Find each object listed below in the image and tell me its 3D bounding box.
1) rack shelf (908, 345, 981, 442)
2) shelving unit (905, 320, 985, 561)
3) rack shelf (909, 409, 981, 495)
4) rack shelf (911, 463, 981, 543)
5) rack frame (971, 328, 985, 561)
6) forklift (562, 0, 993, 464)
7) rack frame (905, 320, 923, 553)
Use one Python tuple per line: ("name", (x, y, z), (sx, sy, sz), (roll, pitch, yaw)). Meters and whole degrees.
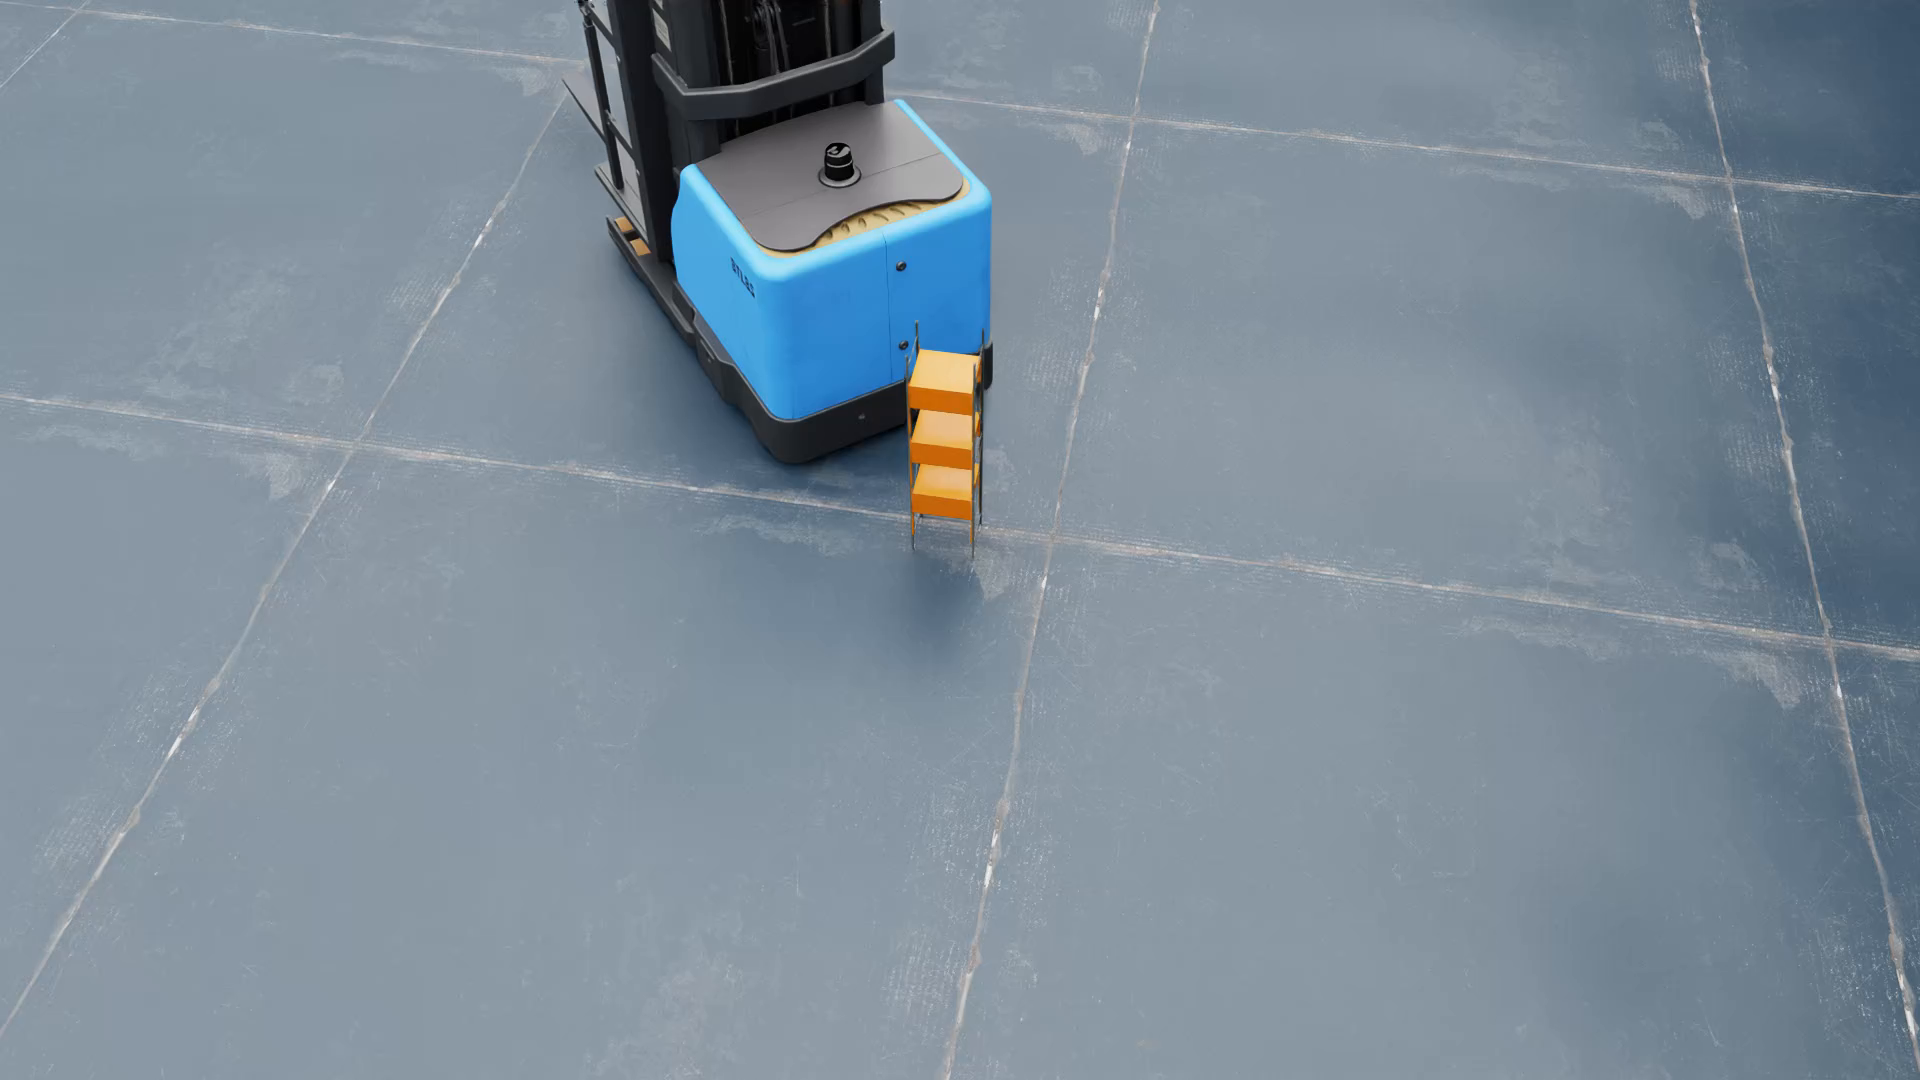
("rack shelf", (-0.053, -0.541, 6.135), (0.240, 0.259, 0.215), (8, 49, 7))
("shelving unit", (-0.053, -0.358, 6.338), (0.252, 1.050, 0.215), (8, 49, 7))
("rack shelf", (-0.053, -0.351, 6.346), (0.240, 0.259, 0.215), (8, 49, 7))
("rack shelf", (-0.053, -0.165, 6.552), (0.240, 0.259, 0.215), (8, 49, 7))
("rack frame", (0.067, -0.342, 6.323), (0.008, 1.050, 0.200), (8, 49, 7))
("forklift", (-1.022, -2.391, 6.900), (1.130, 2.935, 3.031), (-23, 52, -19))
("rack frame", (-0.173, -0.374, 6.352), (0.008, 1.050, 0.200), (8, 49, 7))
